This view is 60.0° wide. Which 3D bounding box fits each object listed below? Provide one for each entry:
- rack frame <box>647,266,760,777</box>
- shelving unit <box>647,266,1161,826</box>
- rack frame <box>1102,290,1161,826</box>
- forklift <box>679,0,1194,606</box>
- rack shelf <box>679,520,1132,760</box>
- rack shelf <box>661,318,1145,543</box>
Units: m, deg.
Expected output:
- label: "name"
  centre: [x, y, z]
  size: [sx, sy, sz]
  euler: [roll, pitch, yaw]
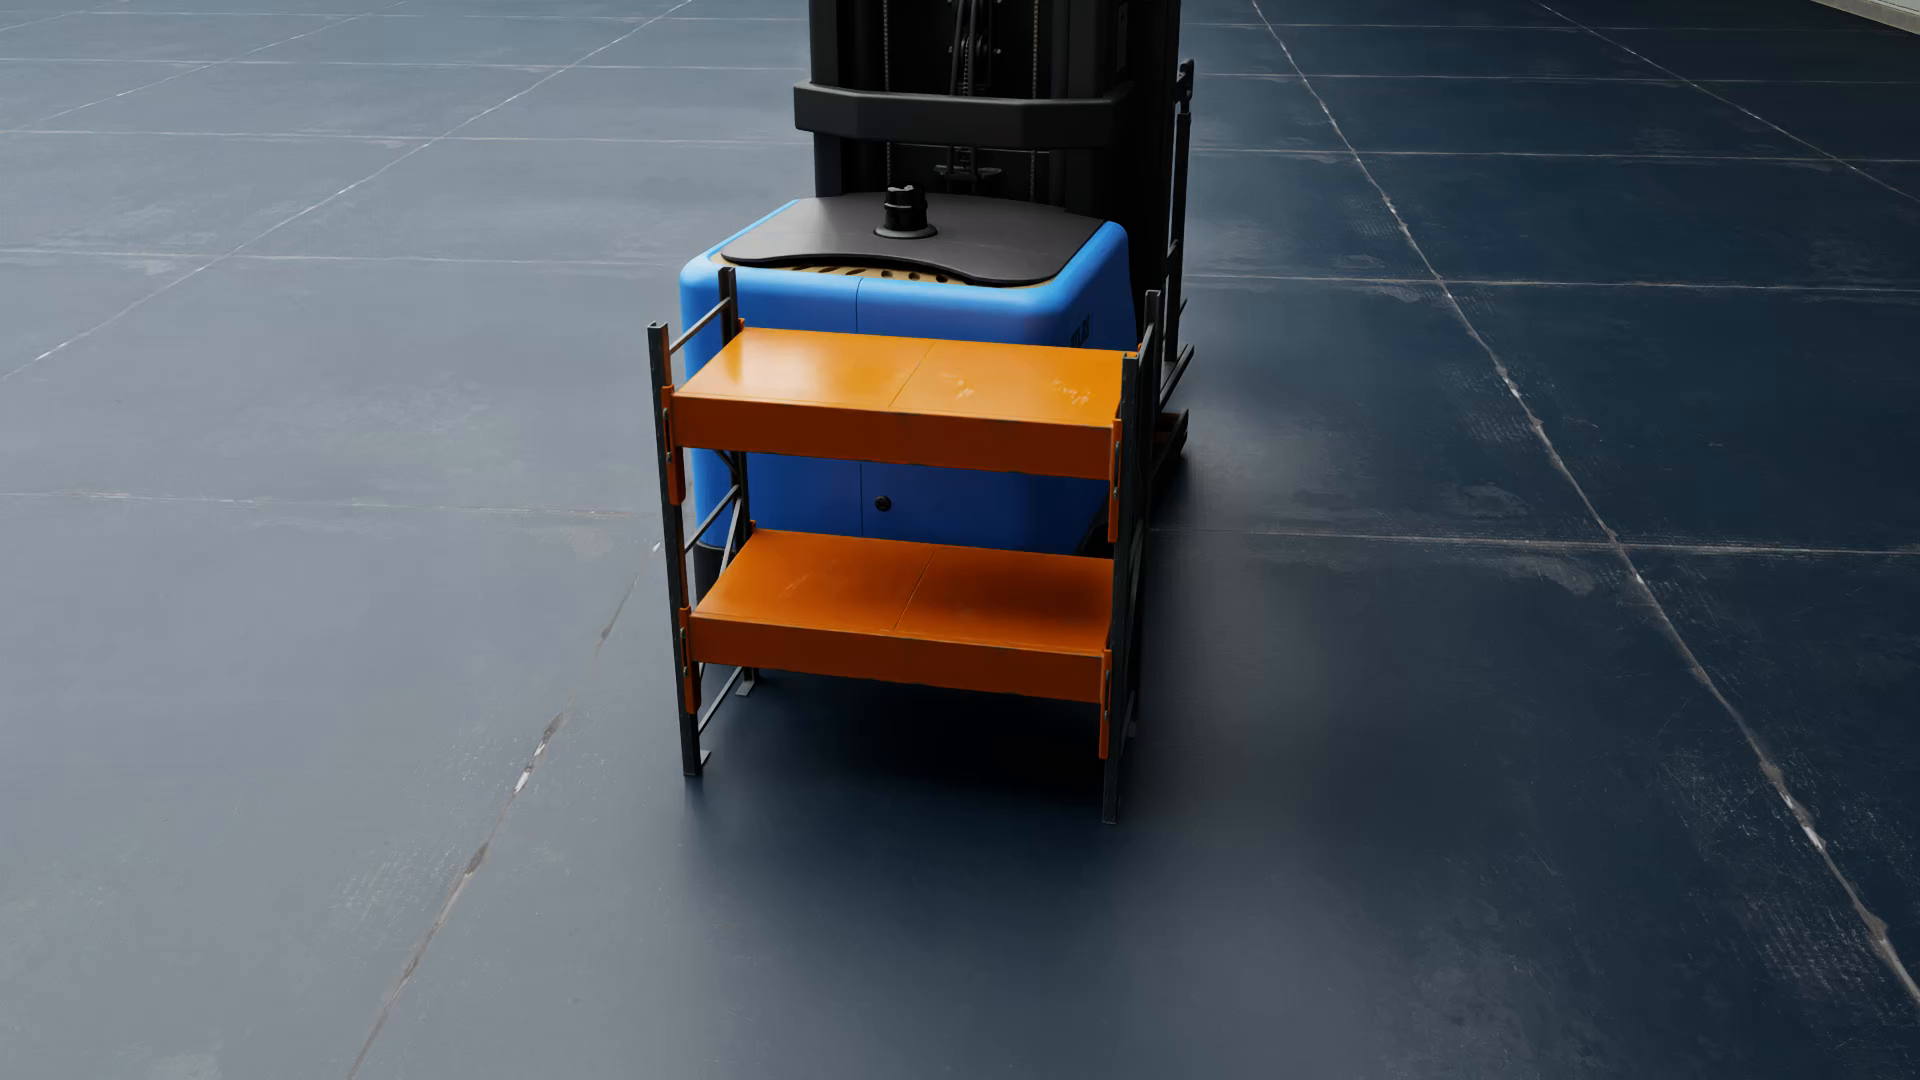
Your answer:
- label: "rack frame"
  centre: [-0.603, -0.044, 3.999]
  size: [0.032, 1.125, 0.500]
  euler: [5, 25, 11]
- label: "shelving unit"
  centre: [-0.105, -0.001, 3.906]
  size: [1.048, 1.125, 0.538]
  euler: [5, 25, 11]
- label: "rack frame"
  centre: [0.393, 0.042, 3.812]
  size: [0.032, 1.125, 0.500]
  euler: [5, 25, 11]
- label: "forklift"
  centre: [0.179, -1.581, 5.180]
  size: [1.130, 2.935, 3.031]
  euler: [7, 26, 15]
- label: "rack shelf"
  centre: [-0.105, 0.222, 4.008]
  size: [1.000, 0.278, 0.538]
  euler: [5, 25, 11]
- label: "rack shelf"
  centre: [-0.105, -0.266, 3.783]
  size: [1.000, 0.278, 0.538]
  euler: [5, 25, 11]
